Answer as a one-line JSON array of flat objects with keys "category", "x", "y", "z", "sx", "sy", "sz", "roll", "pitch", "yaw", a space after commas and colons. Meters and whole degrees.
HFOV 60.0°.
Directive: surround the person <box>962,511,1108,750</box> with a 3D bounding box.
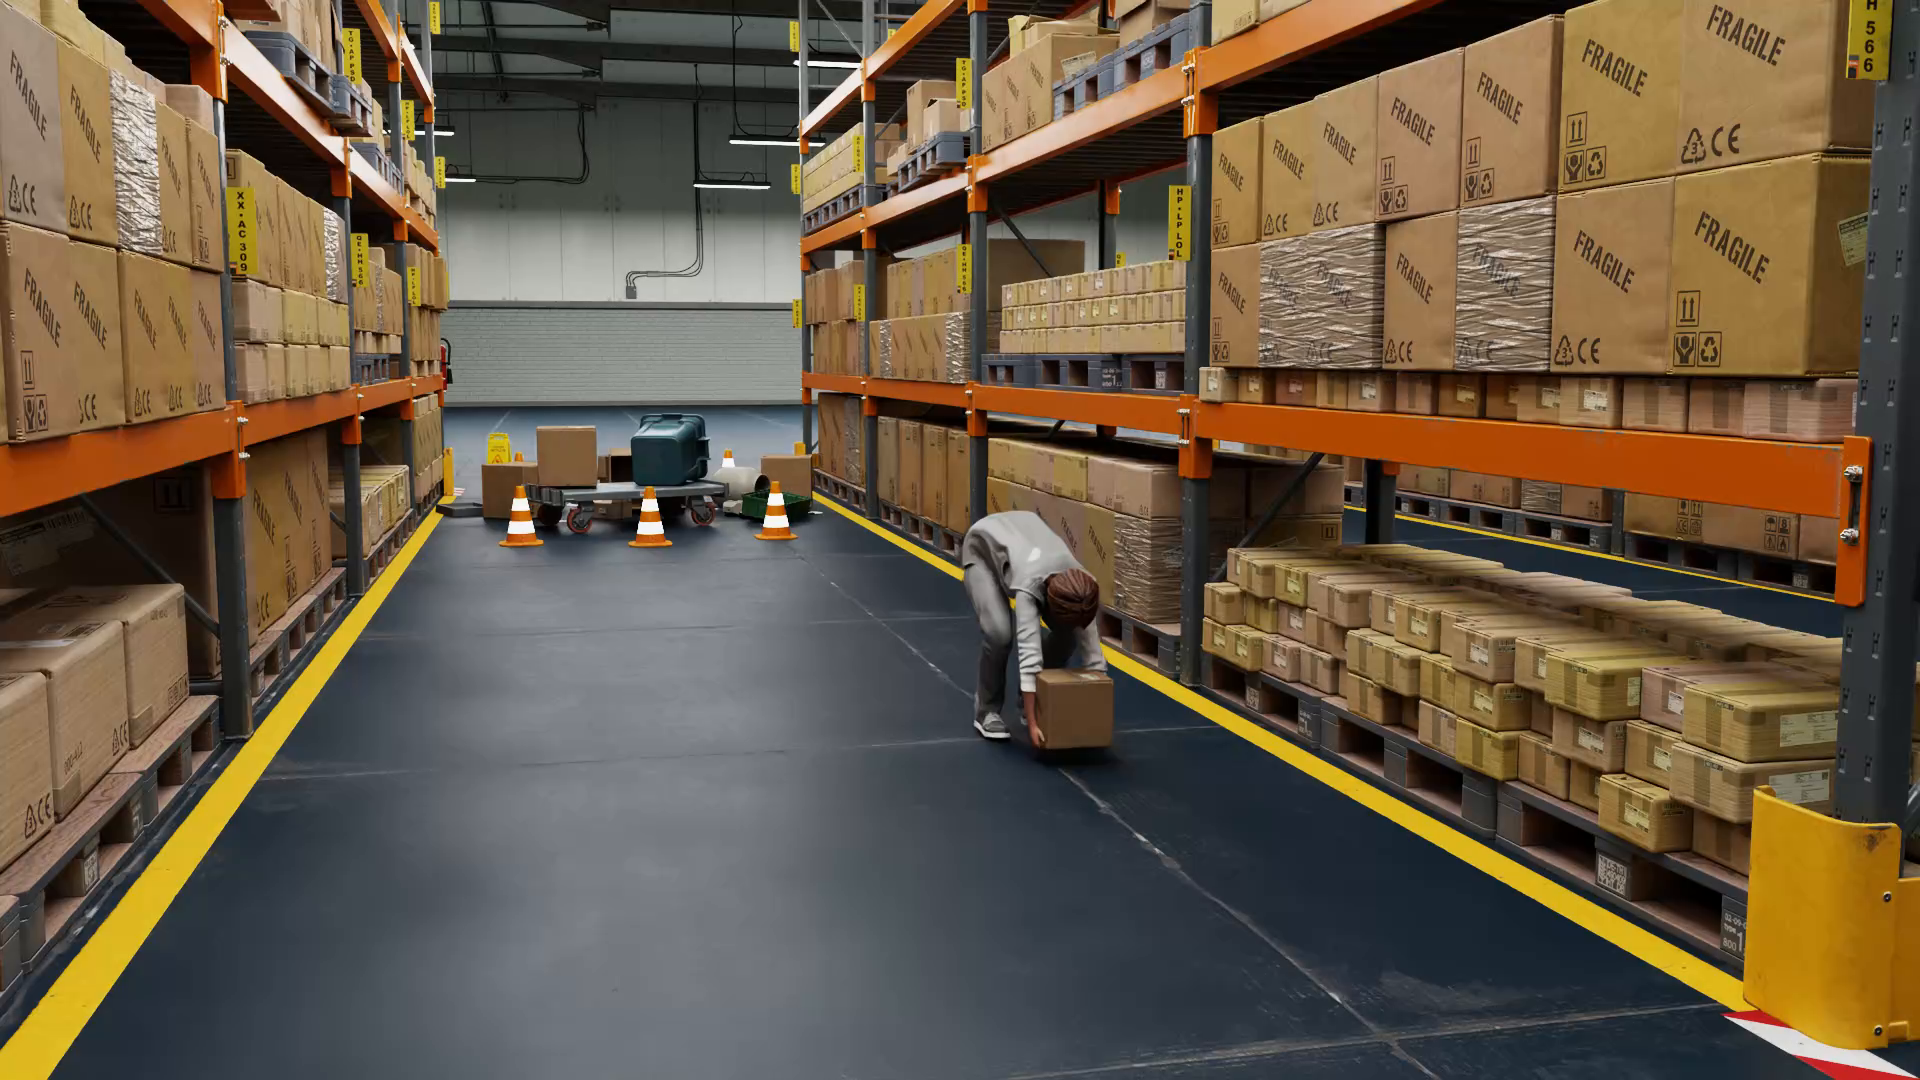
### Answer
[{"category": "person", "x": 0.295, "y": 0.348, "z": 6.455, "sx": 0.422, "sy": 0.887, "sz": 0.854, "roll": -3, "pitch": 7, "yaw": -25}]
